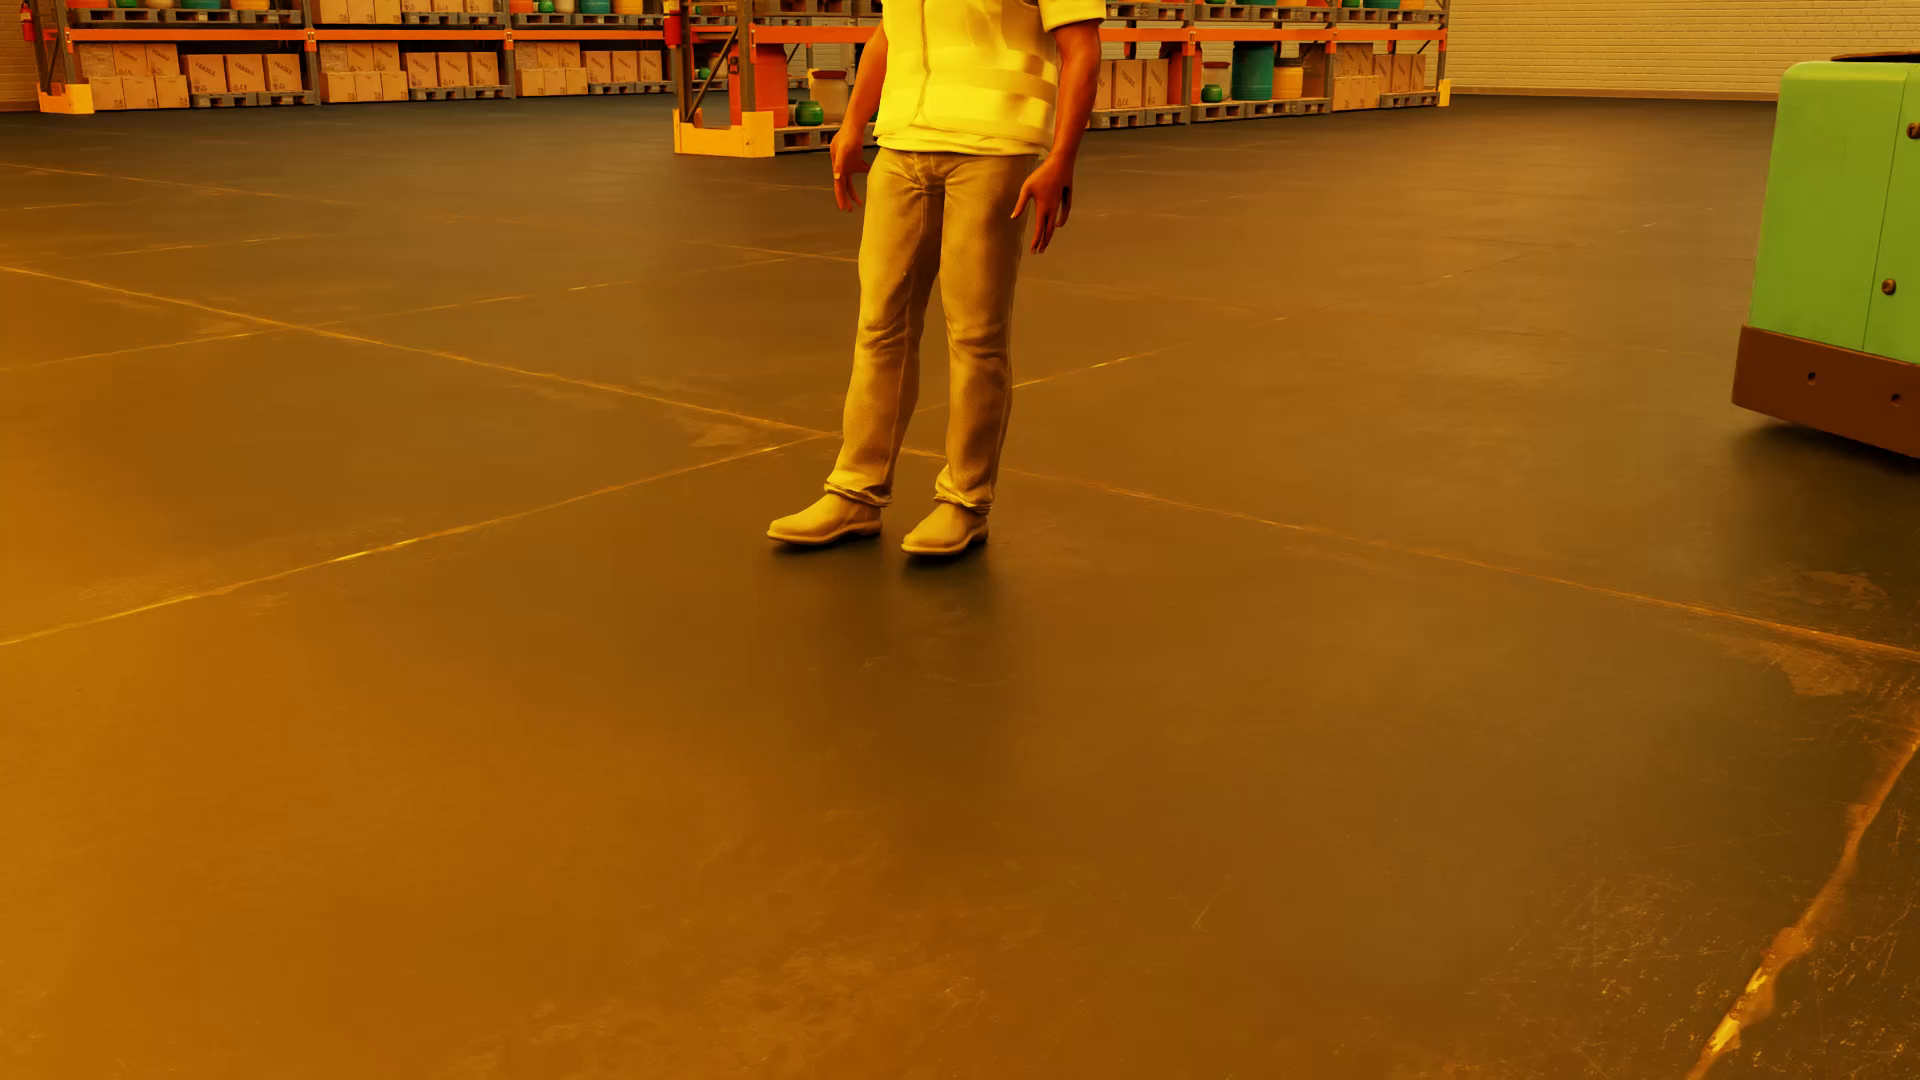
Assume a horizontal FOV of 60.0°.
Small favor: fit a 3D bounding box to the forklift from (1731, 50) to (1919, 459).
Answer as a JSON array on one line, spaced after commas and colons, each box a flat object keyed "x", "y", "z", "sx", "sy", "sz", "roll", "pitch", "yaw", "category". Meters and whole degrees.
[{"x": 3.923, "y": -1.738, "z": 4.620, "sx": 3.031, "sy": 2.935, "sz": 1.130, "roll": -5, "pitch": 18, "yaw": -15, "category": "forklift"}]

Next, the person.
[{"x": -0.049, "y": -0.838, "z": 3.636, "sx": 0.665, "sy": 1.765, "sz": 0.577, "roll": 13, "pitch": 21, "yaw": 37, "category": "person"}]
